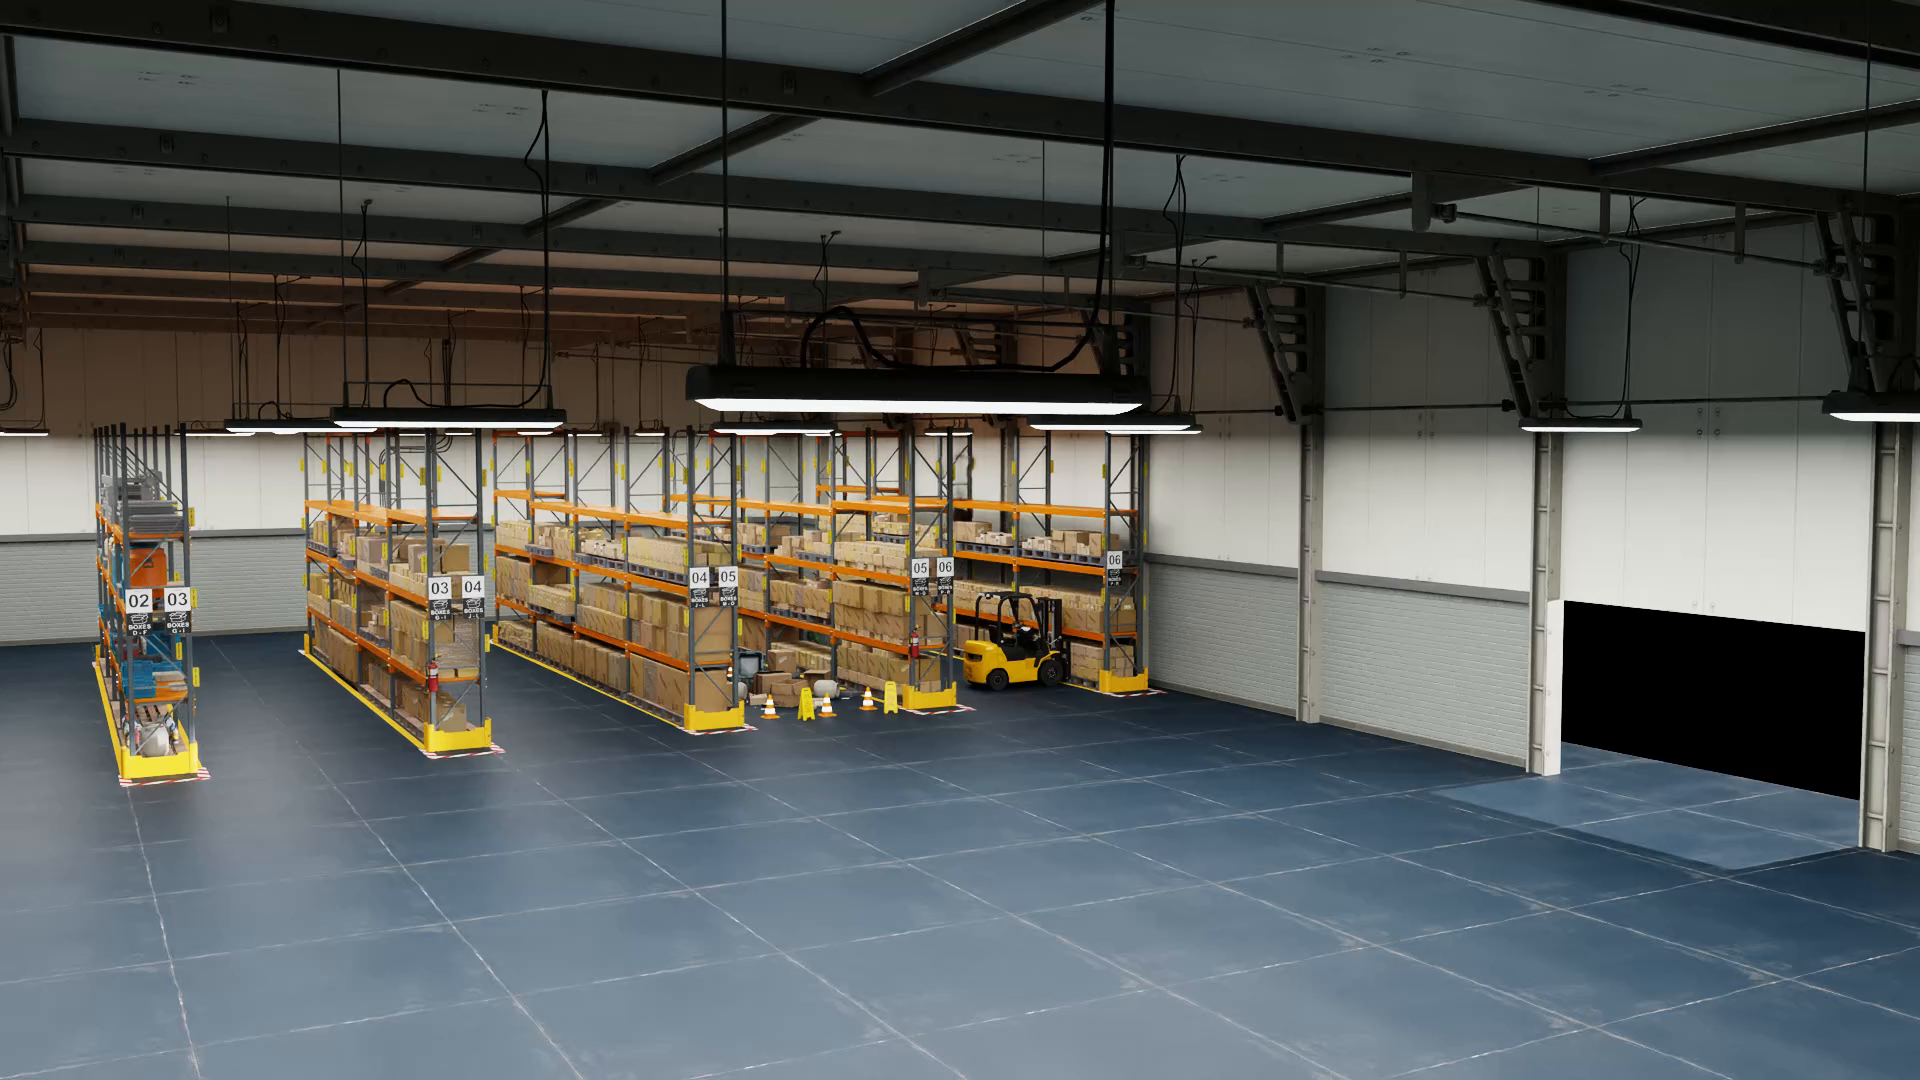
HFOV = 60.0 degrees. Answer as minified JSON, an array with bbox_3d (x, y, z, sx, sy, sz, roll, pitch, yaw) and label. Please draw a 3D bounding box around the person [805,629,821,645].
[{"bbox_3d":[-4.091,2.192,45.327,0.668,1.627,1.088,-1,4,-23],"label":"person"}]
